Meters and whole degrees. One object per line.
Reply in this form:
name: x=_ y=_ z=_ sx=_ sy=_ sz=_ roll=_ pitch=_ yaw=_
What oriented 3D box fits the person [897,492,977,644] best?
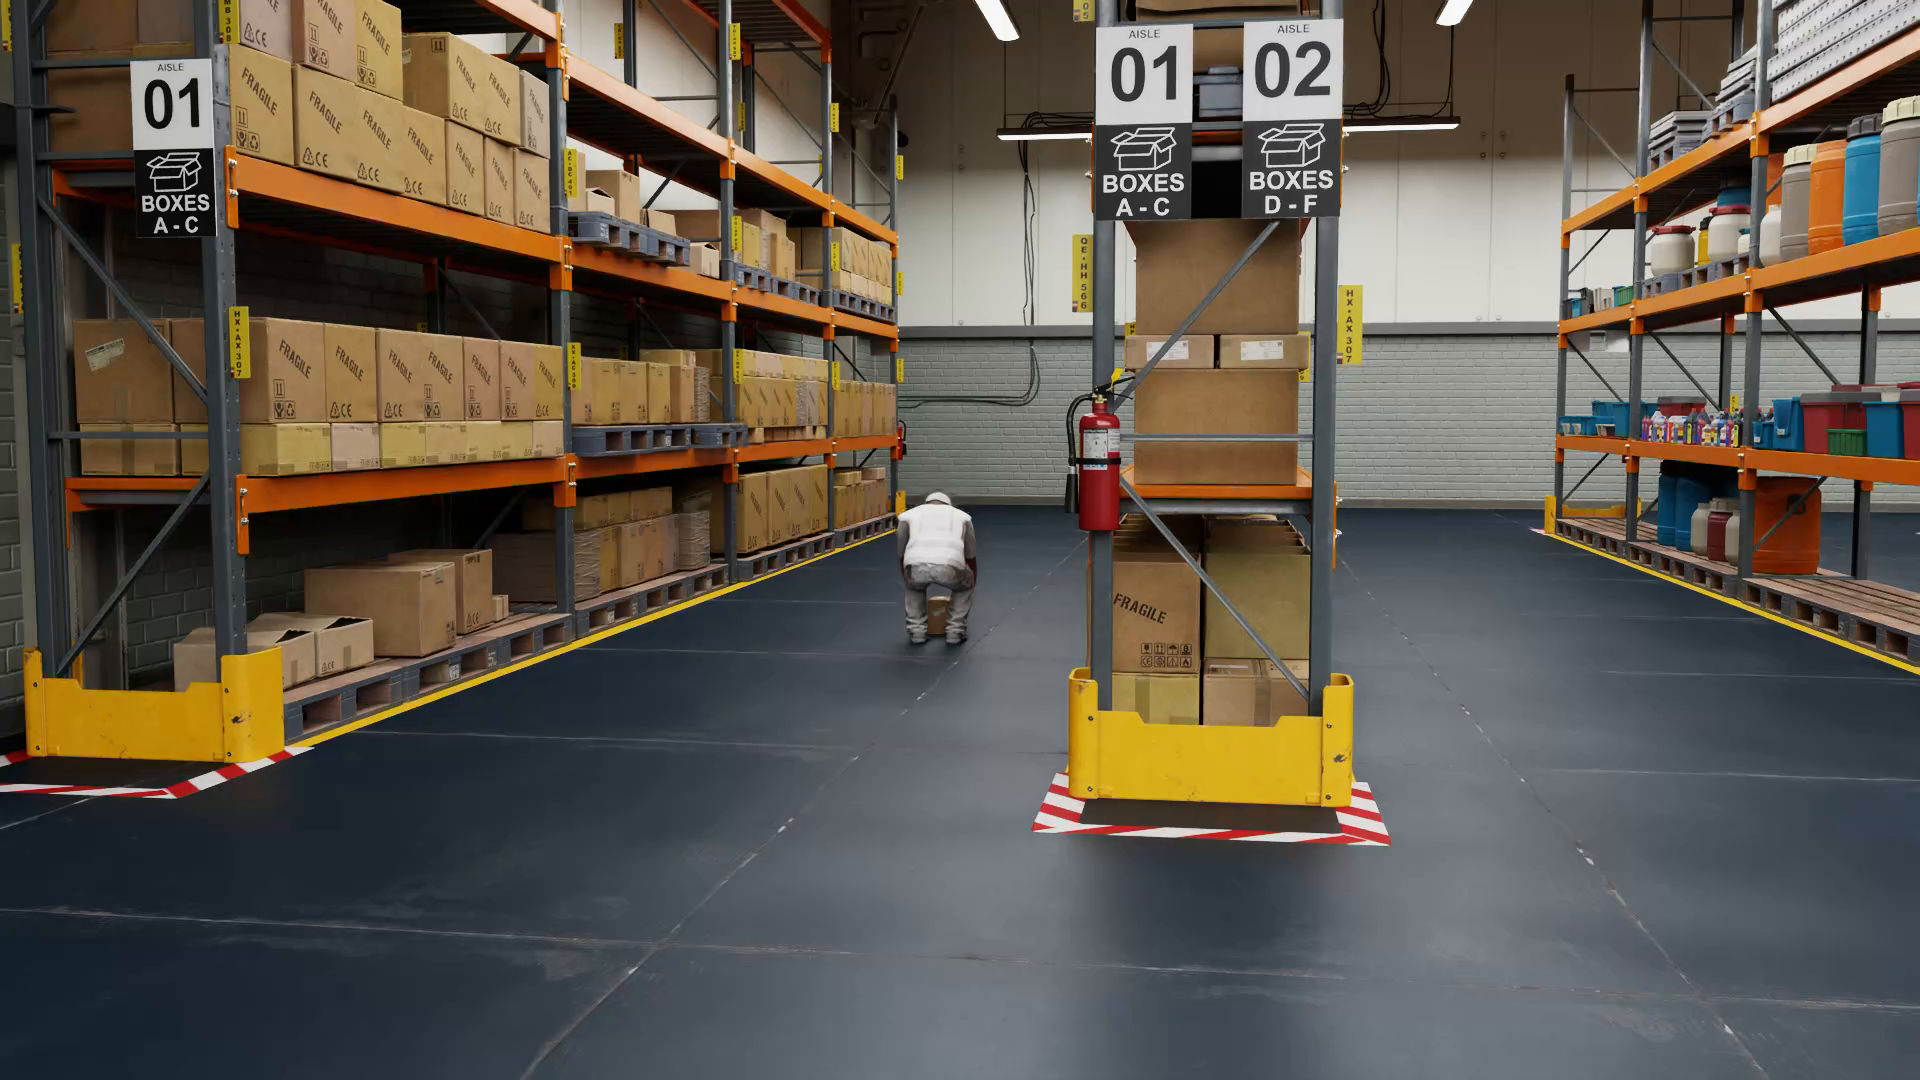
person: x=-0.186 y=0.193 z=11.832 sx=0.584 sy=1.038 sz=0.895 roll=1 pitch=4 yaw=8
